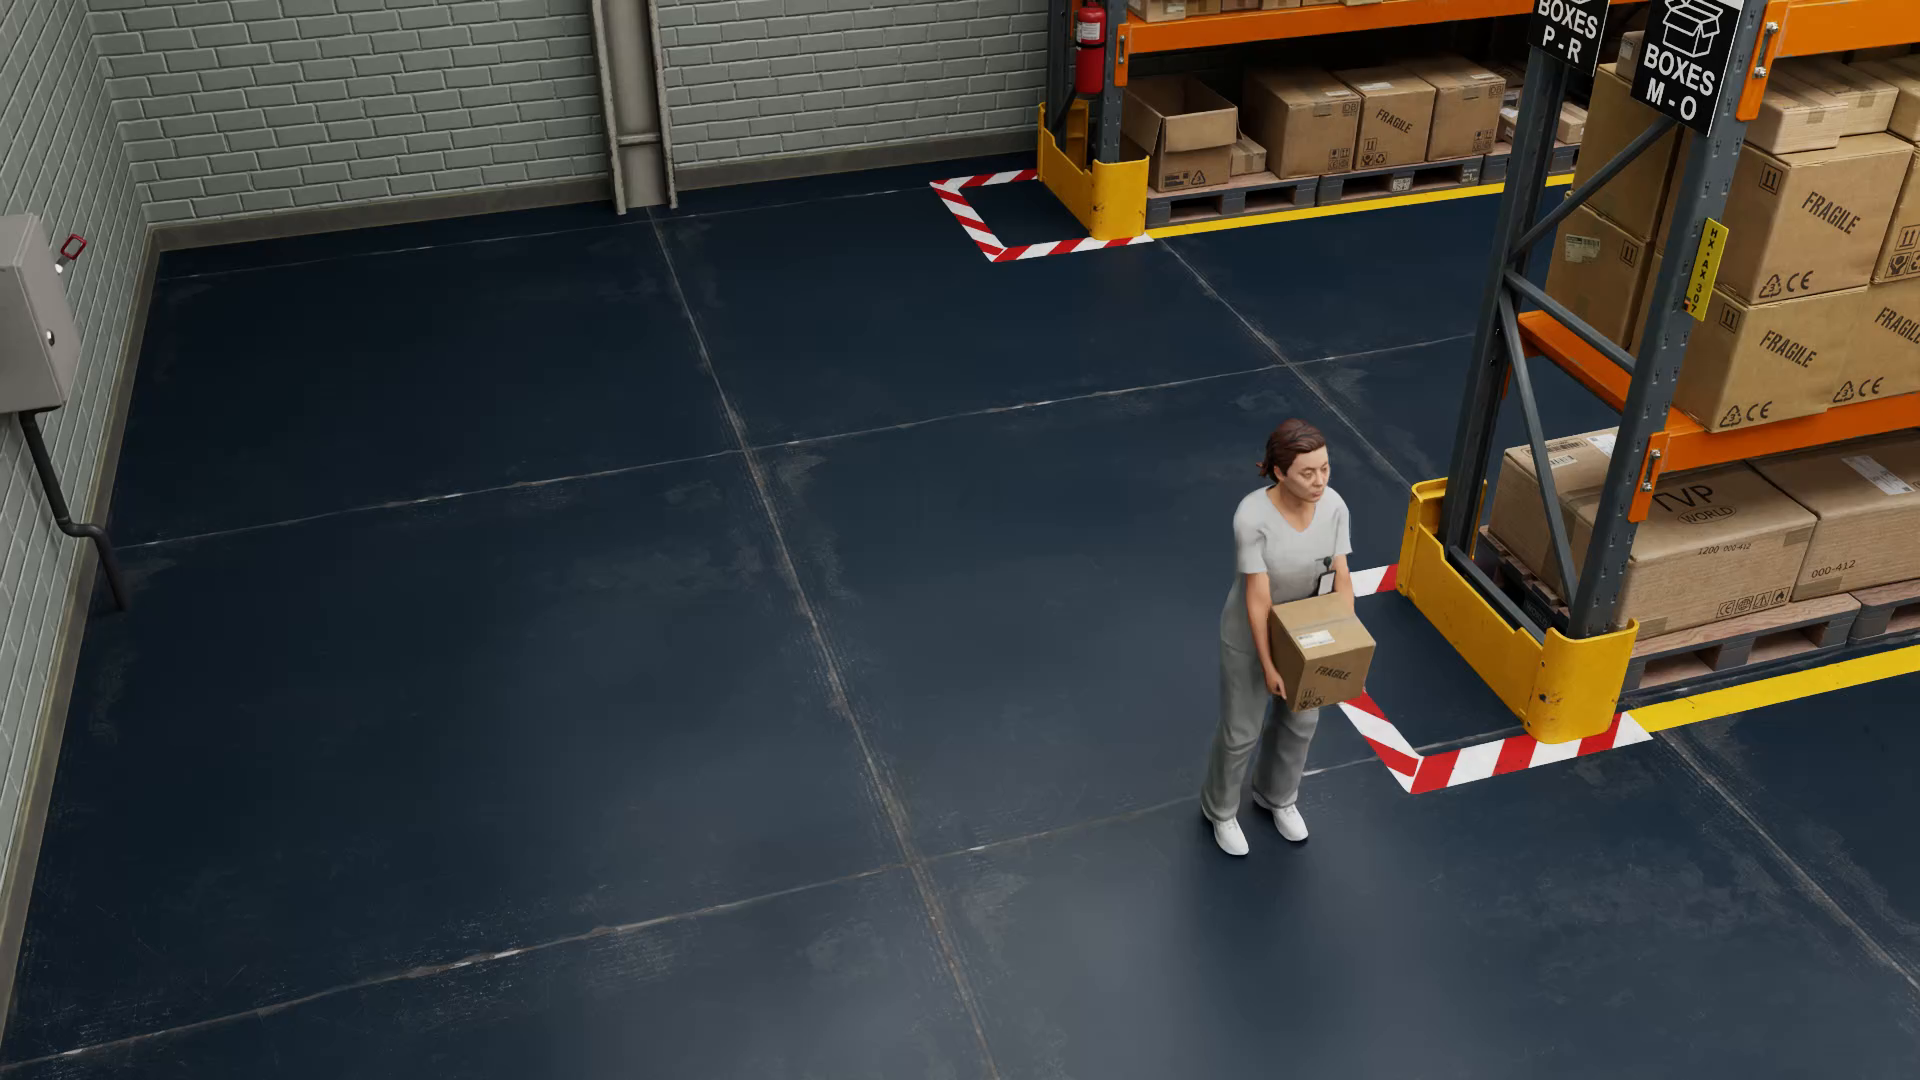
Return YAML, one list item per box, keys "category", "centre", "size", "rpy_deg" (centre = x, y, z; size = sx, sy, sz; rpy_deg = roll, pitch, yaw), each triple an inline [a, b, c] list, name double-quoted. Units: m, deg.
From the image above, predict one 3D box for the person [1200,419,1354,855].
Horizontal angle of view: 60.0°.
- category: "person"
  centre: [1.097, 0.381, 5.591]
  size: [0.410, 1.668, 0.513]
  rpy_deg: [-11, 35, -15]
